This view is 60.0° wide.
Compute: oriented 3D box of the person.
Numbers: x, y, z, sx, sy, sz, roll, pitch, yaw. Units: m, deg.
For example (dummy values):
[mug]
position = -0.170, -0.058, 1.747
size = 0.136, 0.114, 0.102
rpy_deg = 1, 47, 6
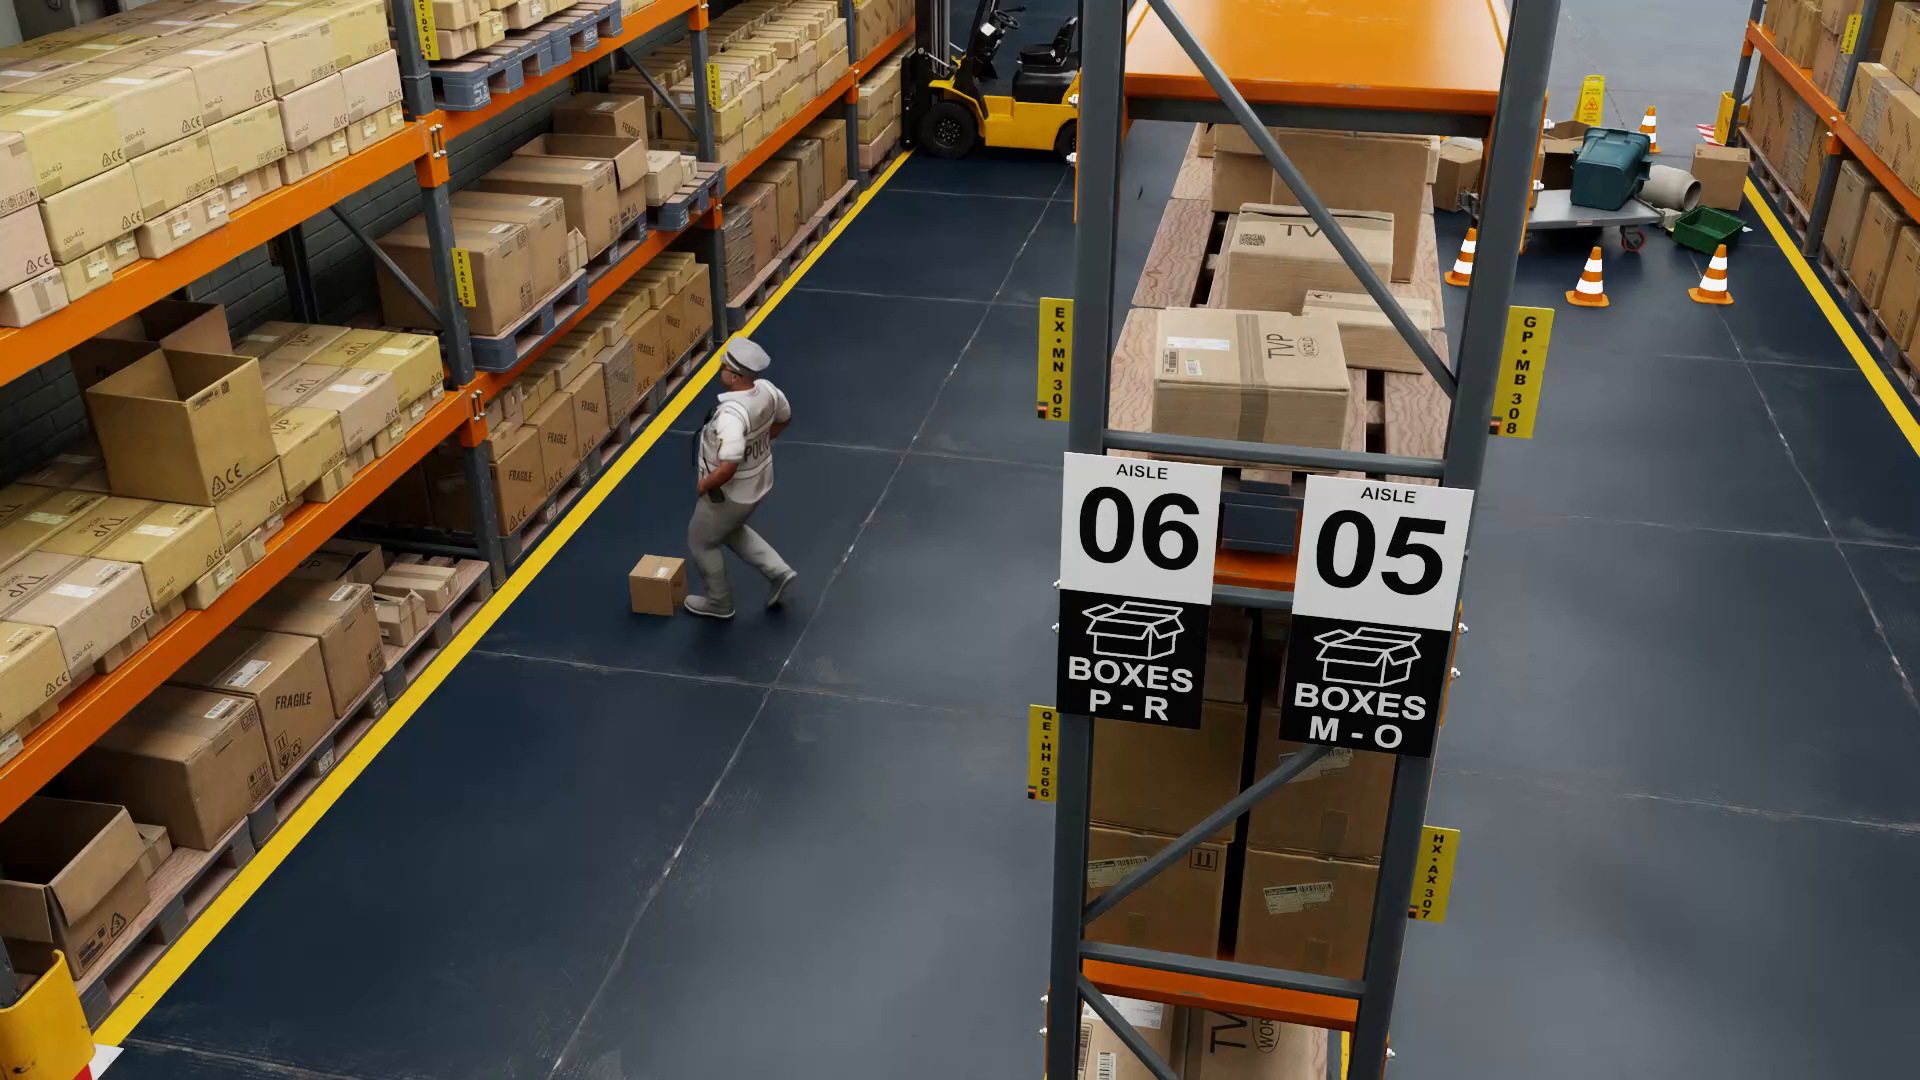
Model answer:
[person]
position = -1.298, -0.319, 9.223
size = 0.648, 1.755, 0.702
rpy_deg = 9, 30, 17
